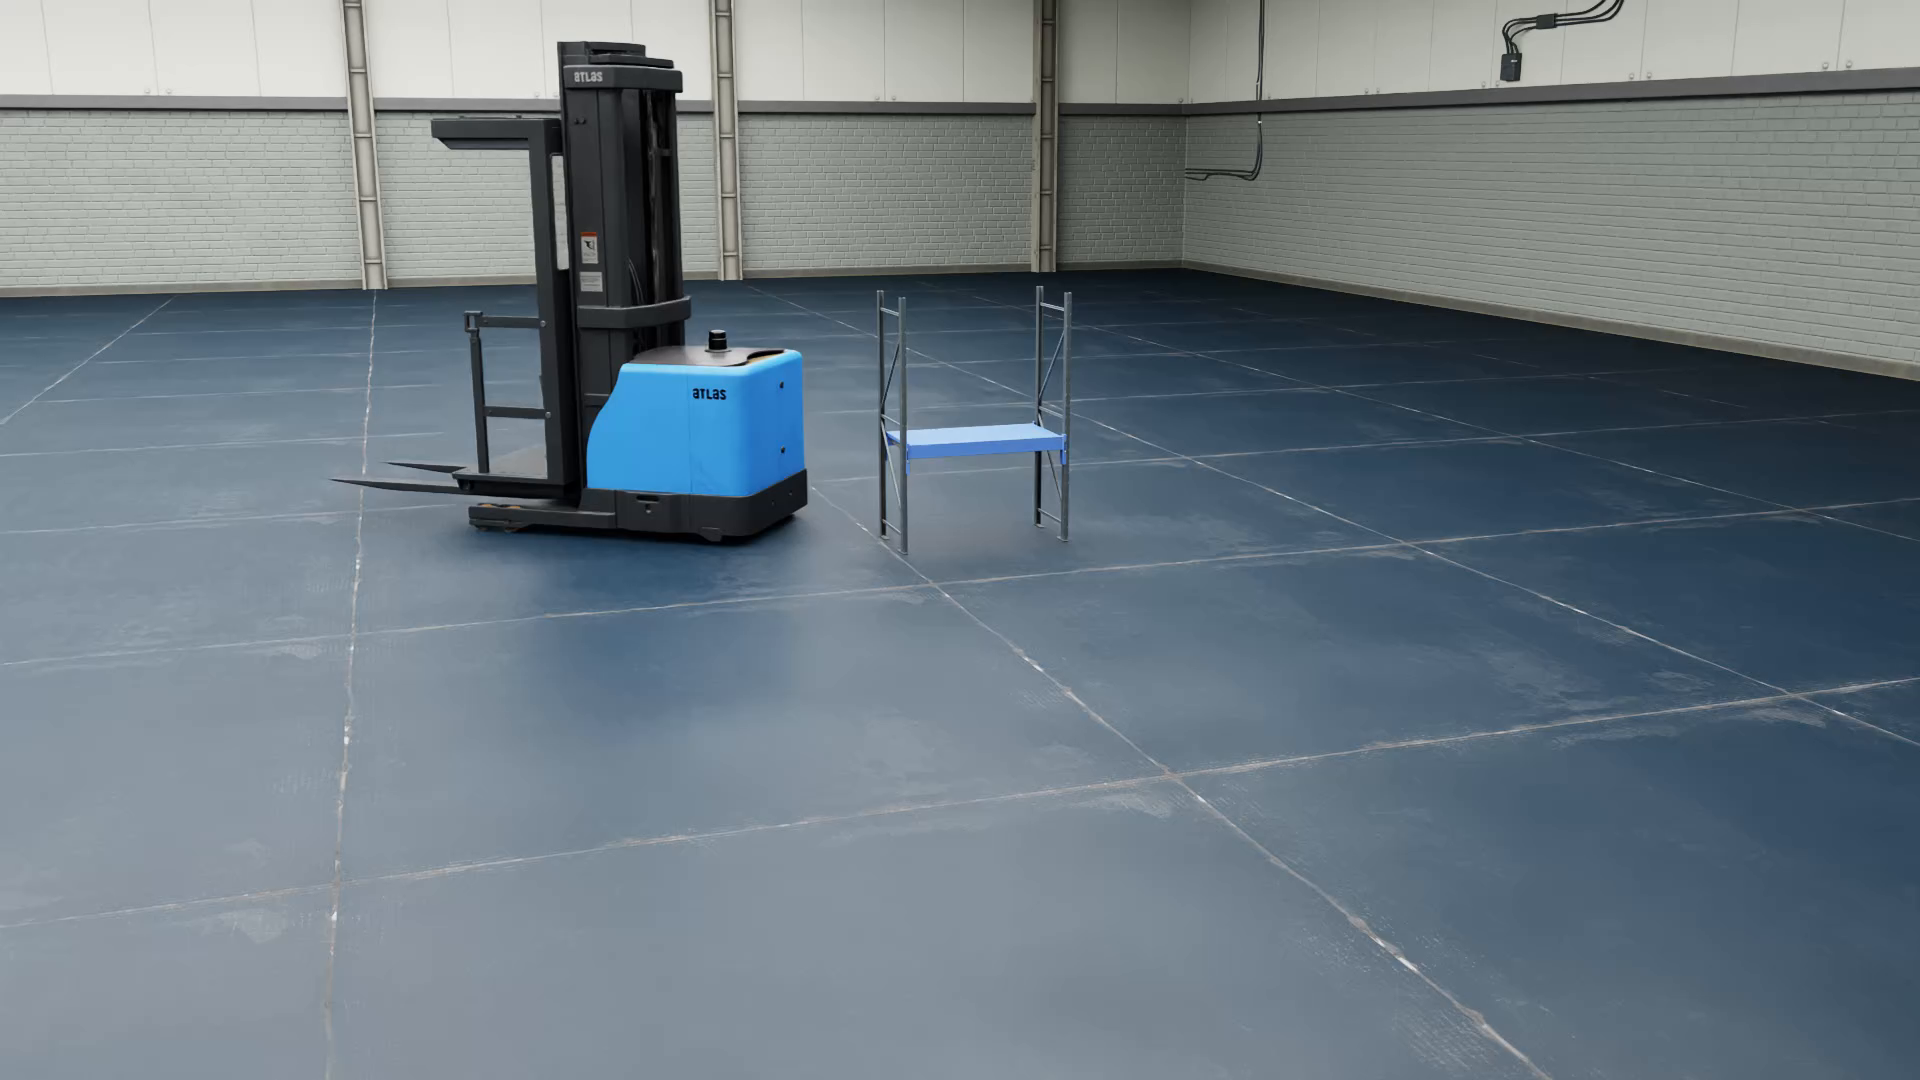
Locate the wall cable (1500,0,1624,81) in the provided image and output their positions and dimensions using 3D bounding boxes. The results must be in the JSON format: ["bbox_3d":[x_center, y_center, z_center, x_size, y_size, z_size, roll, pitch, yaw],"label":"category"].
[{"bbox_3d":[7.809,-8.974,21.075,0.169,6.003,2.305,-4,14,-18],"label":"wall cable"}]

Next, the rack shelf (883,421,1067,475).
[{"bbox_3d":[0.081,-0.561,10.037,1.000,0.185,0.538,-4,14,-18],"label":"rack shelf"}]

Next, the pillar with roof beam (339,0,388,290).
[{"bbox_3d":[-8.418,-7.645,22.839,0.400,9.000,9.100,-4,14,-18],"label":"pillar with roof beam"}]

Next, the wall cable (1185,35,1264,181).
[{"bbox_3d":[4.796,-7.892,30.586,0.112,2.526,3.097,-4,14,-18],"label":"wall cable"}]

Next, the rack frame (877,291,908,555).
[{"bbox_3d":[-0.401,-0.698,9.838,0.032,1.500,0.500,-4,14,-18],"label":"rack frame"}]

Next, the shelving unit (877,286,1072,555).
[{"bbox_3d":[0.081,-0.736,9.996,1.048,1.500,0.538,-4,14,-18],"label":"shelving unit"}]

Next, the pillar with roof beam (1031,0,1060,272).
[{"bbox_3d":[2.956,-8.531,26.562,0.400,9.000,9.100,-4,14,-18],"label":"pillar with roof beam"}]

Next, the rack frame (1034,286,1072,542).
[{"bbox_3d":[0.563,-0.773,10.153,0.032,1.500,0.500,-4,14,-18],"label":"rack frame"}]

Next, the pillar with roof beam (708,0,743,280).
[{"bbox_3d":[-2.731,-8.088,24.700,0.400,9.000,9.100,-4,14,-18],"label":"pillar with roof beam"}]

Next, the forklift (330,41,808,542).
[{"bbox_3d":[-2.565,-1.585,10.471,3.031,2.935,1.130,4,14,15],"label":"forklift"}]

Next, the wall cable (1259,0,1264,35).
[{"bbox_3d":[5.659,-9.756,27.507,0.112,2.526,3.097,-4,14,-18],"label":"wall cable"}]
